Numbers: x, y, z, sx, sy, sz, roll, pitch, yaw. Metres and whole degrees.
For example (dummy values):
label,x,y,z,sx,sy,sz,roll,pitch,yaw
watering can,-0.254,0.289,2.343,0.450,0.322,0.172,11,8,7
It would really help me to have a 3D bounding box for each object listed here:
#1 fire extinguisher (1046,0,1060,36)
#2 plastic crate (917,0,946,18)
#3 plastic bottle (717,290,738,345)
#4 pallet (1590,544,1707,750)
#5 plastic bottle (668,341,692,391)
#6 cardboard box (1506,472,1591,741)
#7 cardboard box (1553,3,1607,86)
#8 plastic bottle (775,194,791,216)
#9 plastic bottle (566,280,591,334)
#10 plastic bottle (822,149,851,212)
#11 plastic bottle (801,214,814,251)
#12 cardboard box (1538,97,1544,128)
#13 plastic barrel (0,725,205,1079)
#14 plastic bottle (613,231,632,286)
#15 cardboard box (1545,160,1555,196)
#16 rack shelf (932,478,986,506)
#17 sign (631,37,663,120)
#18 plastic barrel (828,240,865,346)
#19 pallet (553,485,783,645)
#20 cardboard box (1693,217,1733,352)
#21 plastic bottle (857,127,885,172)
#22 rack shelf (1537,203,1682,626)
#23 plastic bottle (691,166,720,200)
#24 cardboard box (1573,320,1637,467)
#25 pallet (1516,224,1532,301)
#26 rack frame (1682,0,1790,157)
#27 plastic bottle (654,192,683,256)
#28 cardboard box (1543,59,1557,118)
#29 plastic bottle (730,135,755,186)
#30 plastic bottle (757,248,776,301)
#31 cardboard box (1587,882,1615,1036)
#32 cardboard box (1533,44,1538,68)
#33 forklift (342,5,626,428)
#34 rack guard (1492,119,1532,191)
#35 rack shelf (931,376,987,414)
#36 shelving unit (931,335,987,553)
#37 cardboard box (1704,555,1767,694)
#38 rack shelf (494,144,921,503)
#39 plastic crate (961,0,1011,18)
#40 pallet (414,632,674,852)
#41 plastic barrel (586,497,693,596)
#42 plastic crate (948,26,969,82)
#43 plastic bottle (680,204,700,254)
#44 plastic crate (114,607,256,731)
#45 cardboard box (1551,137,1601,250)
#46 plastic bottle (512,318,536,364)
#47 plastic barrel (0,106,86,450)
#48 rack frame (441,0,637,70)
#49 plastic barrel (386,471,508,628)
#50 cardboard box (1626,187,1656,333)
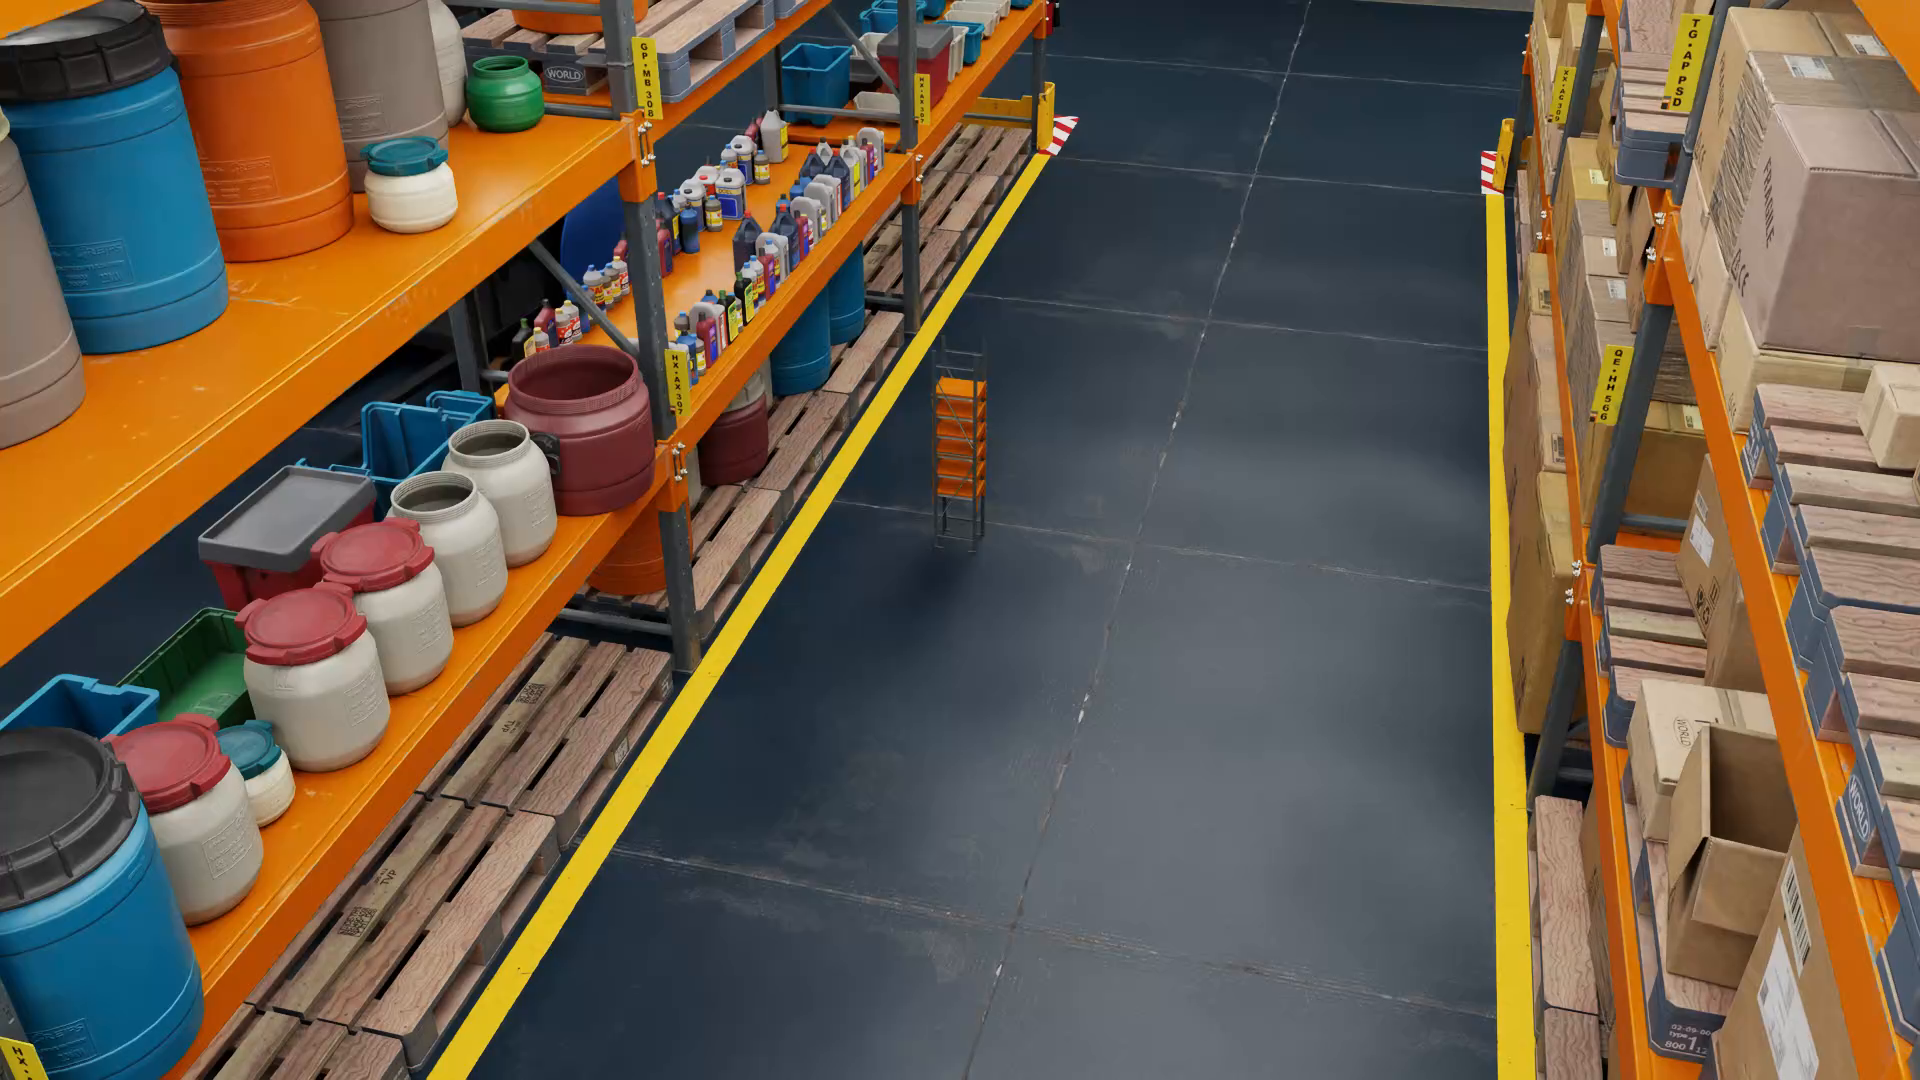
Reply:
label,x,y,z,sx,sy,sz,roll,pitch,yaw
fire extinguisher,0.721,-4.675,14.228,0.296,0.674,0.183,8,33,12
plastic crate,-0.305,-4.379,13.442,0.416,0.233,0.300,8,33,12
plastic bottle,-1.169,-1.132,8.344,0.061,0.283,0.133,8,33,12
pallet,2.926,0.442,5.938,1.213,0.211,1.003,8,33,12
plastic bottle,-1.365,-0.826,7.869,0.152,0.276,0.135,8,33,12
cardboard box,3.199,0.341,7.507,1.225,0.875,0.875,7,33,10
cardboard box,4.008,-3.012,10.356,0.500,0.500,0.500,8,33,13
plastic bottle,-0.998,-1.836,9.463,0.097,0.271,0.097,0,32,0
plastic bottle,-1.942,-1.189,8.445,0.097,0.271,0.097,0,32,0
plastic bottle,-0.736,-2.135,9.858,0.144,0.351,0.185,8,33,12
plastic bottle,-0.876,-1.736,9.369,0.097,0.201,0.097,0,32,0
cardboard box,4.105,-2.863,11.191,0.380,0.149,0.250,7,33,12
plastic barrel,-2.411,1.007,4.402,0.600,0.901,0.708,8,33,12
plastic bottle,-1.807,-1.509,8.937,0.061,0.283,0.133,8,33,12
cardboard box,3.779,-2.196,10.142,0.380,0.149,0.250,8,33,13
rack shelf,-0.004,-0.259,9.069,0.258,0.103,0.180,8,33,12
sign,-1.253,-1.848,6.663,0.100,0.325,0.005,8,33,12
plastic barrel,-0.926,-1.785,10.826,0.600,0.901,0.708,8,33,12
pallet,-1.627,0.064,8.952,1.003,0.211,1.213,8,33,12
cardboard box,2.508,-0.750,4.978,0.500,0.250,0.500,9,33,14
plastic bottle,-0.559,-2.472,10.459,0.152,0.276,0.135,8,33,12
rack shelf,3.511,-0.758,8.316,1.077,0.370,4.000,8,33,12
plastic bottle,-1.493,-2.052,9.798,0.152,0.276,0.135,8,33,12
cardboard box,3.022,-0.613,7.325,0.500,0.500,0.500,8,33,12
pallet,4.595,-1.941,12.107,1.003,0.211,1.213,8,33,12
rack frame,3.004,-2.555,4.881,1.000,3.000,0.127,8,33,12
plastic bottle,-1.646,-1.780,9.300,0.144,0.351,0.185,8,33,12
cardboard box,4.135,-2.960,10.972,0.500,0.250,0.500,9,33,13
plastic bottle,-1.351,-2.343,10.255,0.152,0.276,0.135,8,33,12
plastic bottle,-1.027,-1.422,8.800,0.061,0.283,0.133,8,33,12
cardboard box,2.725,1.486,6.037,0.700,0.500,0.500,5,33,8
cardboard box,4.431,-3.528,12.237,0.380,0.149,0.250,8,33,12
forklift,-3.331,-2.537,10.509,1.130,2.935,3.031,13,35,20
rack guard,5.040,-3.132,13.711,1.175,0.500,0.348,8,33,12
rack shelf,-0.004,-0.765,8.747,0.258,0.103,0.180,8,33,12
shelving unit,-0.004,-0.499,8.916,0.258,1.200,0.189,8,33,12
cardboard box,2.861,0.346,5.425,0.700,0.500,0.500,13,35,19
rack shelf,-1.279,-1.432,9.377,1.077,0.370,4.000,8,33,12
plastic crate,0.211,-4.315,13.432,0.396,0.136,0.243,8,33,12
pallet,-2.021,0.876,7.675,1.003,0.211,1.213,8,33,12
plastic barrel,-1.679,-0.215,8.424,0.600,0.830,0.708,8,33,12
plastic crate,-0.206,-3.516,12.039,0.437,0.282,0.530,8,33,12
plastic bottle,-1.518,-1.753,9.331,0.097,0.271,0.097,0,32,0
plastic crate,-2.633,0.525,5.825,0.450,0.188,0.662,8,33,12
cardboard box,3.660,-1.937,9.407,0.500,0.500,0.500,8,33,13
plastic bottle,-2.097,-0.916,8.004,0.061,0.283,0.133,8,33,12
plastic barrel,-2.717,-0.732,4.343,0.600,0.901,0.600,0,32,0
rack frame,-1.787,-3.229,5.942,1.000,3.000,0.127,8,33,12
plastic barrel,-1.948,0.037,6.292,0.421,0.512,0.421,0,32,0
cardboard box,3.373,-1.204,7.319,0.797,0.503,0.637,9,33,13
